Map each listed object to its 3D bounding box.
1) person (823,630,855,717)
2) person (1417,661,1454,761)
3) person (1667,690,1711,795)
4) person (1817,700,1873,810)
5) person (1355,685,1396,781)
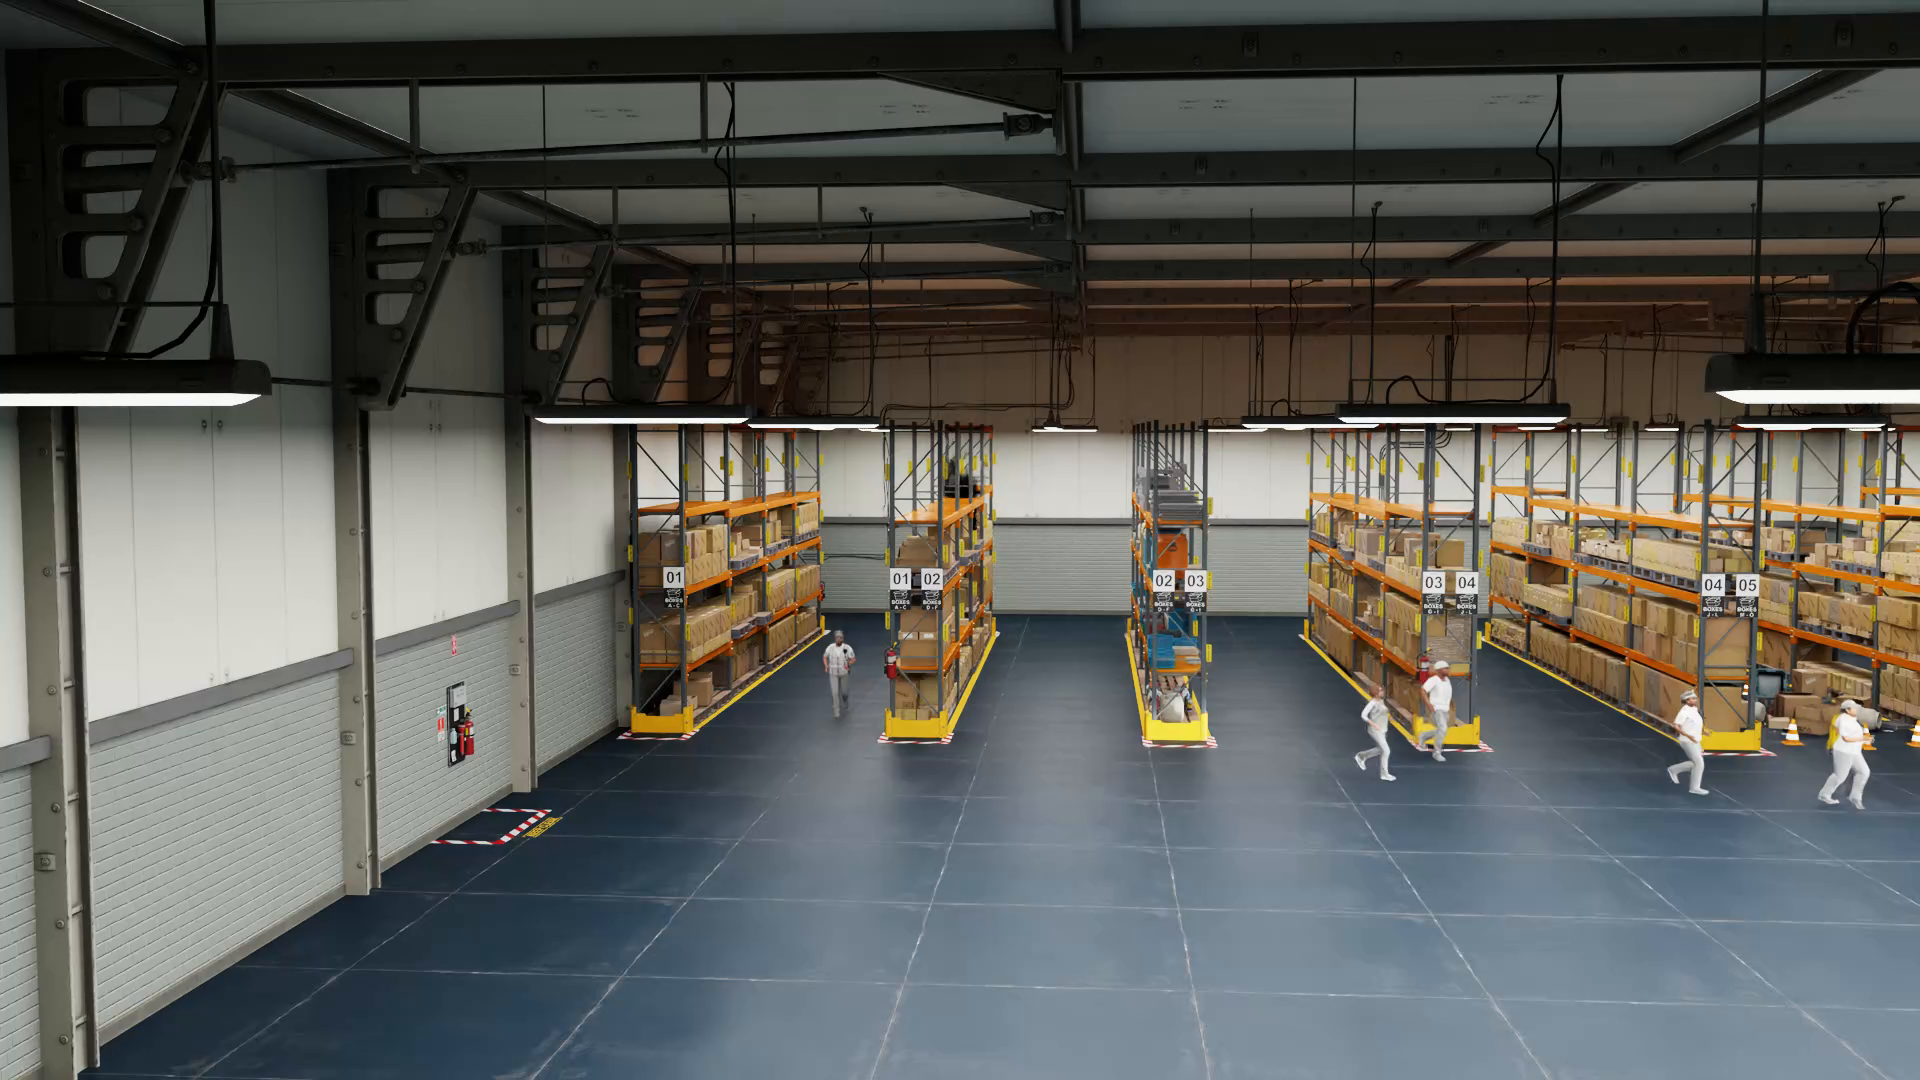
[{"bbox_3d":[-2.473,2.703,33.909,0.672,1.741,0.779,0,4,-1],"label":"person"},{"bbox_3d":[8.469,3.014,29.554,0.753,1.733,0.710,-3,5,-40],"label":"person"},{"bbox_3d":[11.660,3.209,26.586,0.581,1.655,0.642,-4,5,-45],"label":"person"},{"bbox_3d":[13.565,3.295,25.446,0.746,1.725,0.583,3,5,41],"label":"person"},{"bbox_3d":[6.907,3.186,27.656,0.767,1.563,0.548,3,5,37],"label":"person"}]
